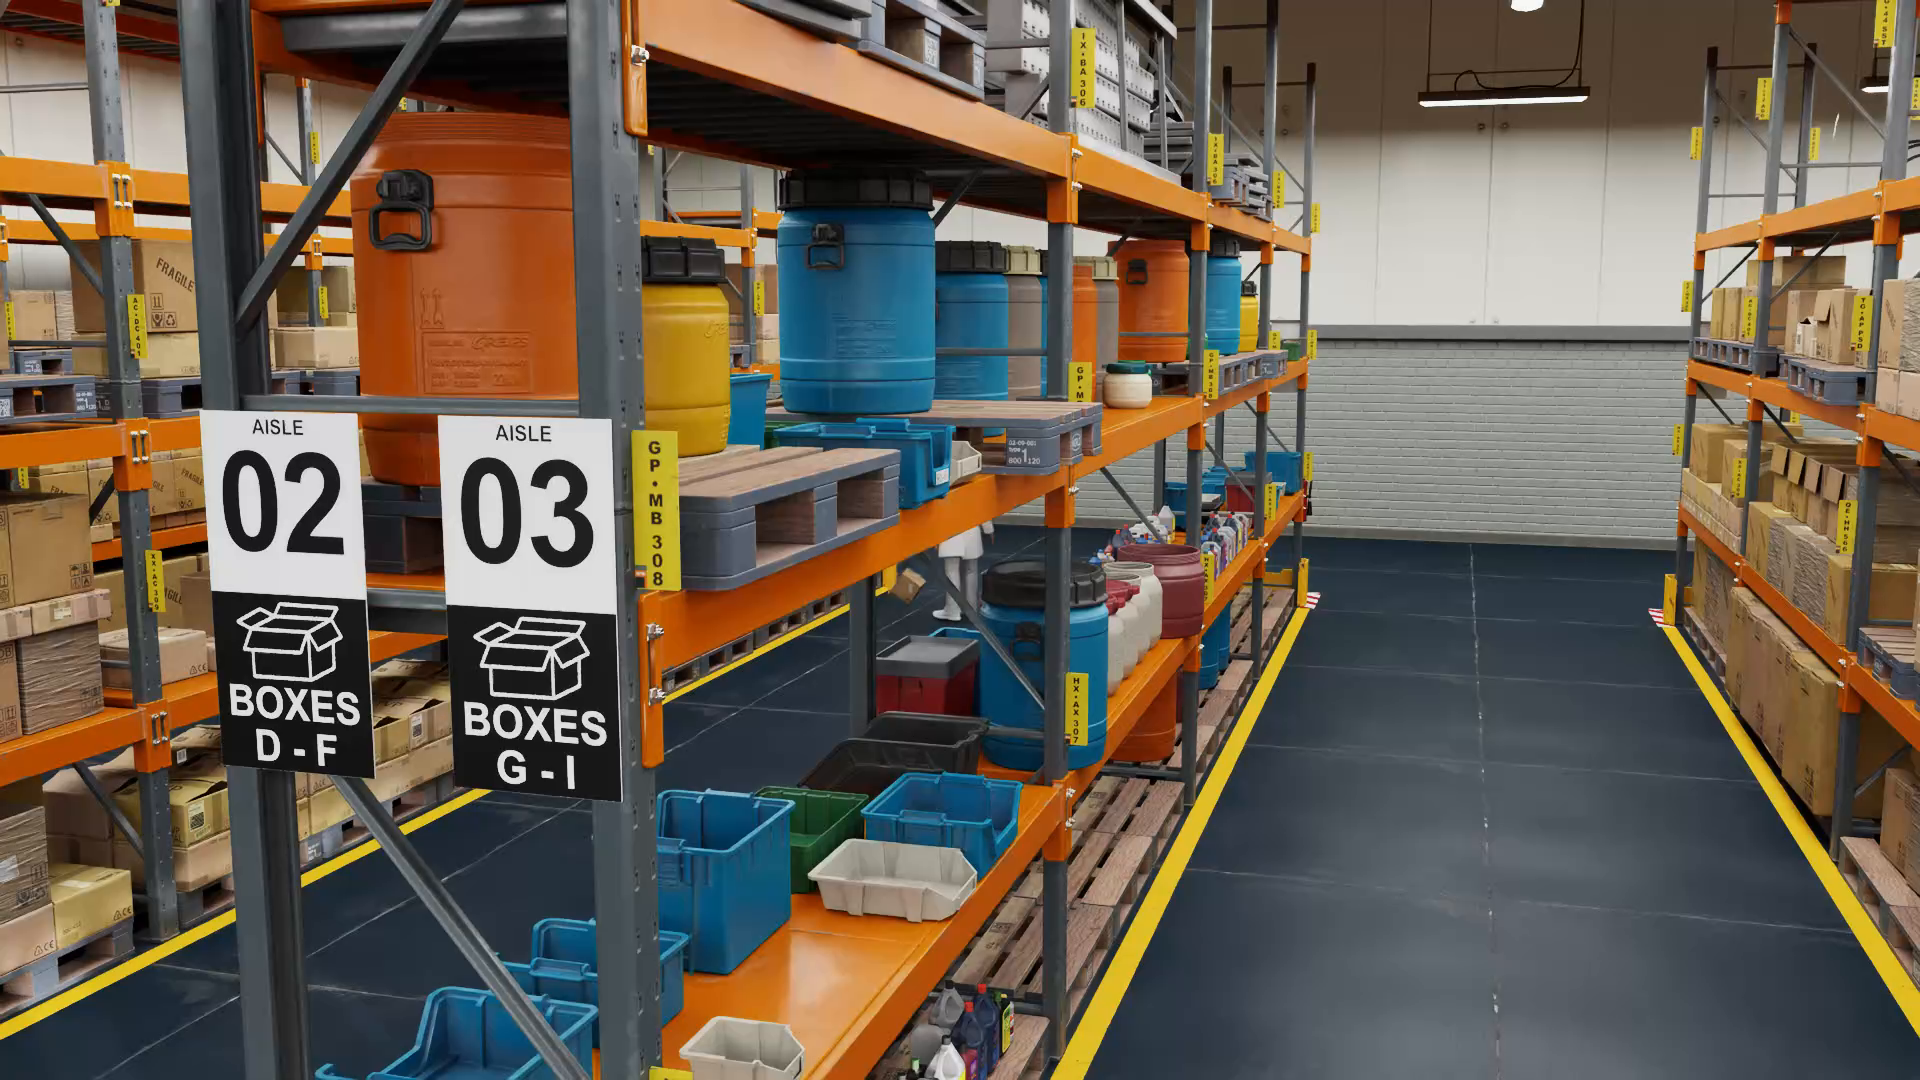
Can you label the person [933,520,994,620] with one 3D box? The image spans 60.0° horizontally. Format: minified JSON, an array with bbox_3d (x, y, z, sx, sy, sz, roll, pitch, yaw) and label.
[{"bbox_3d":[0.022,-0.052,18.097,0.711,1.772,0.667,-1,8,-9],"label":"person"}]
